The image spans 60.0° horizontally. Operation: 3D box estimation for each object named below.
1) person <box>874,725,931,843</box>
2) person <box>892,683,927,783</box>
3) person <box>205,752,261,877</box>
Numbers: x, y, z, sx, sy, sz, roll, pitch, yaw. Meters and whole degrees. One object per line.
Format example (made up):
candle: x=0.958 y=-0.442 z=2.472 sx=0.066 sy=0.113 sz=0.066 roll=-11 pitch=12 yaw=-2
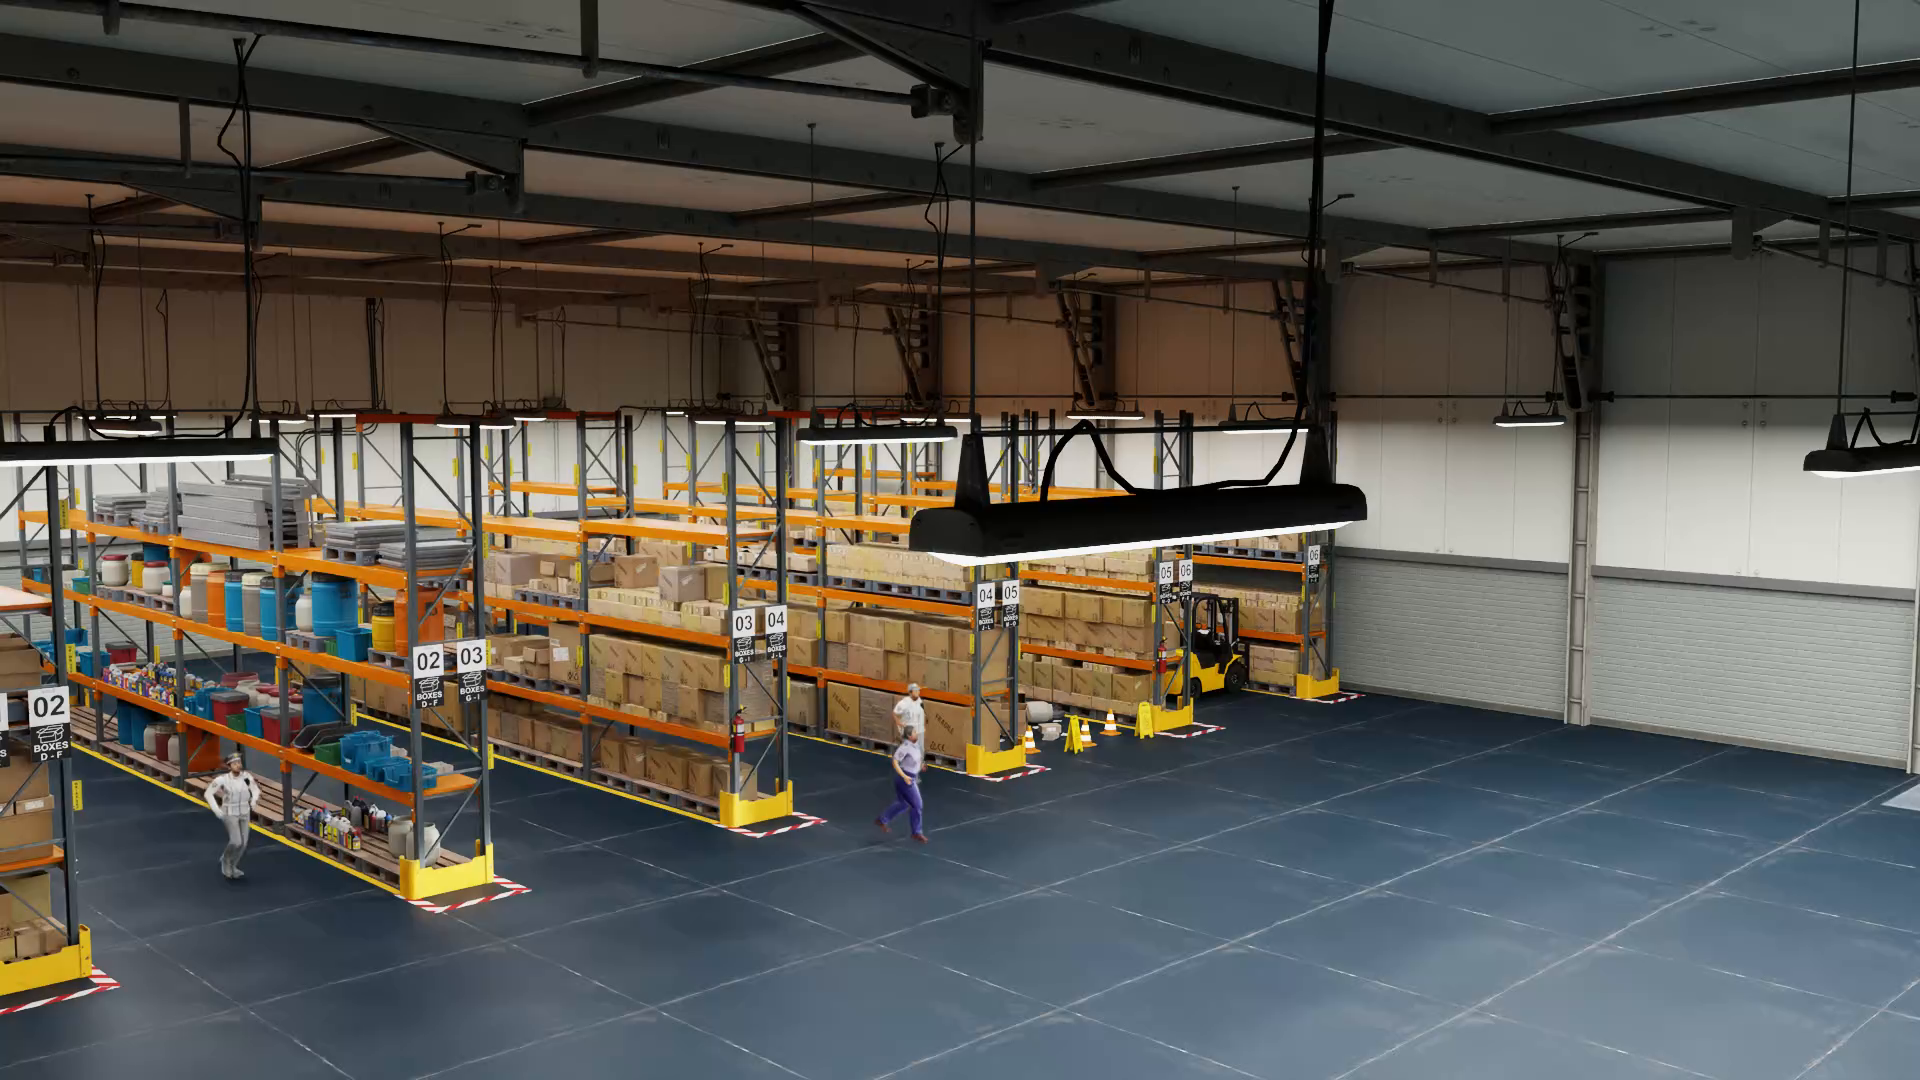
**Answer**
person: x=-0.813 y=3.460 z=23.655 sx=0.806 sy=1.676 sz=0.563 roll=0 pitch=5 yaw=2
person: x=-0.765 y=3.165 z=27.269 sx=0.636 sy=1.634 sz=0.509 roll=-4 pitch=6 yaw=-40
person: x=-9.452 y=3.597 z=21.750 sx=0.523 sy=1.665 sz=0.667 roll=4 pitch=7 yaw=41
